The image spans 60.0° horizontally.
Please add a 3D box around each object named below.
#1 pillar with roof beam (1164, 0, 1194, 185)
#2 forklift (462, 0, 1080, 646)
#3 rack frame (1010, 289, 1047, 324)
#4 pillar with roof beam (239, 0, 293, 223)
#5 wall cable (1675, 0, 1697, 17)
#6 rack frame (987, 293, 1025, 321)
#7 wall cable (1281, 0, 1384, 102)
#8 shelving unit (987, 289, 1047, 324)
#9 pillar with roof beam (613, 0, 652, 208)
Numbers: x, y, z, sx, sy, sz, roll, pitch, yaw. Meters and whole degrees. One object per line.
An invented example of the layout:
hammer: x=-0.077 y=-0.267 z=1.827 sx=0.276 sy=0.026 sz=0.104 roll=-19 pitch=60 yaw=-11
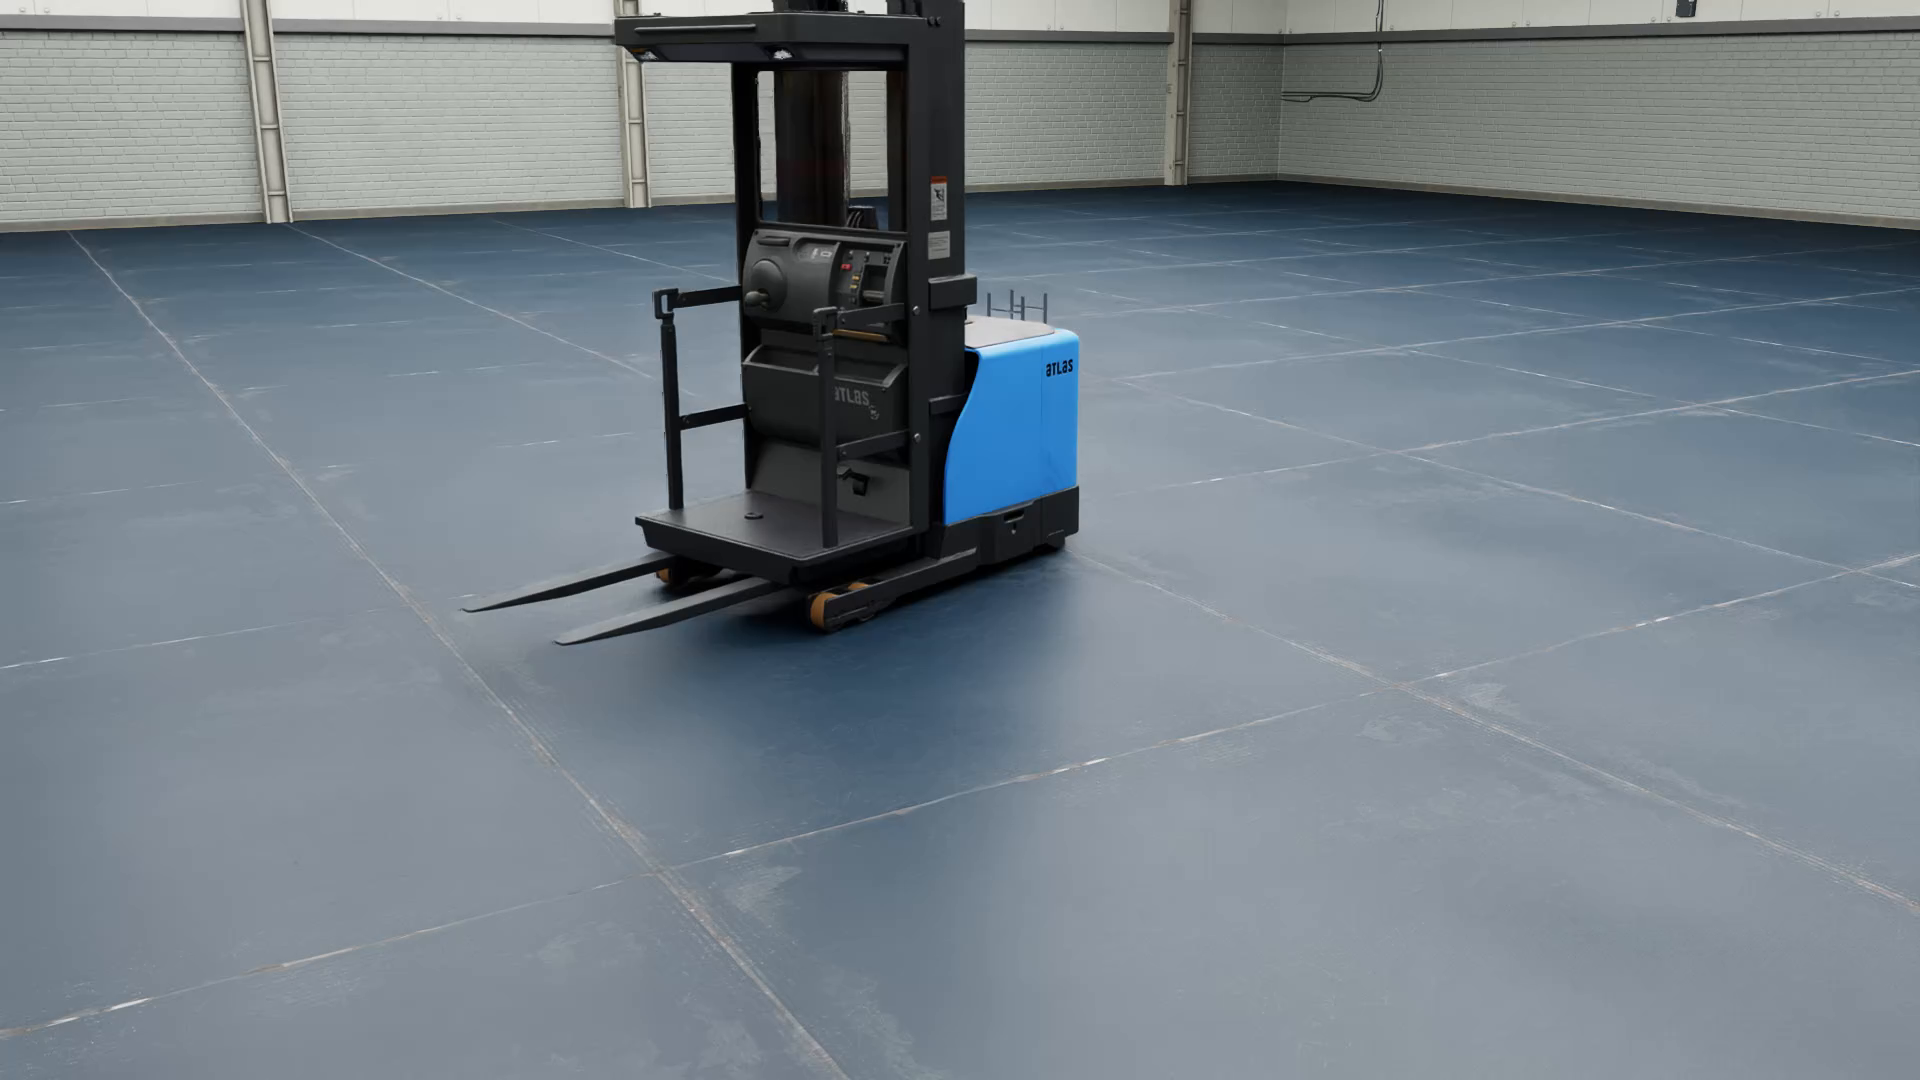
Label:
pillar with roof beam: x=6.799 y=-10.901 z=30.627 sx=0.400 sy=9.000 sz=9.100 roll=-9 pitch=18 yaw=-30
forklift: x=-0.747 y=-1.176 z=7.176 sx=1.130 sy=2.935 sz=3.031 roll=13 pitch=20 yaw=39
rack frame: x=0.351 y=-0.695 z=8.667 sx=0.240 sy=1.200 sz=0.006 roll=13 pitch=20 yaw=39
pillar with roof beam: x=-8.630 y=-8.399 z=21.701 sx=0.400 sy=9.000 sz=9.100 roll=-9 pitch=18 yaw=-30
wall cable: x=12.664 y=-11.440 z=26.247 sx=0.169 sy=6.003 sz=2.305 roll=-9 pitch=18 yaw=-30
rack frame: x=0.232 y=-0.658 z=8.533 sx=0.240 sy=1.200 sz=0.006 roll=13 pitch=20 yaw=39
wall cable: x=7.789 y=-10.506 z=34.969 sx=0.112 sy=2.526 sz=3.097 roll=-9 pitch=18 yaw=-30
shelving unit: x=0.291 y=-0.677 z=8.600 sx=0.258 sy=1.200 sz=0.189 roll=13 pitch=20 yaw=39
pillar with roof beam: x=-3.487 y=-9.233 z=24.676 sx=0.400 sy=9.000 sz=9.100 roll=-9 pitch=18 yaw=-30
